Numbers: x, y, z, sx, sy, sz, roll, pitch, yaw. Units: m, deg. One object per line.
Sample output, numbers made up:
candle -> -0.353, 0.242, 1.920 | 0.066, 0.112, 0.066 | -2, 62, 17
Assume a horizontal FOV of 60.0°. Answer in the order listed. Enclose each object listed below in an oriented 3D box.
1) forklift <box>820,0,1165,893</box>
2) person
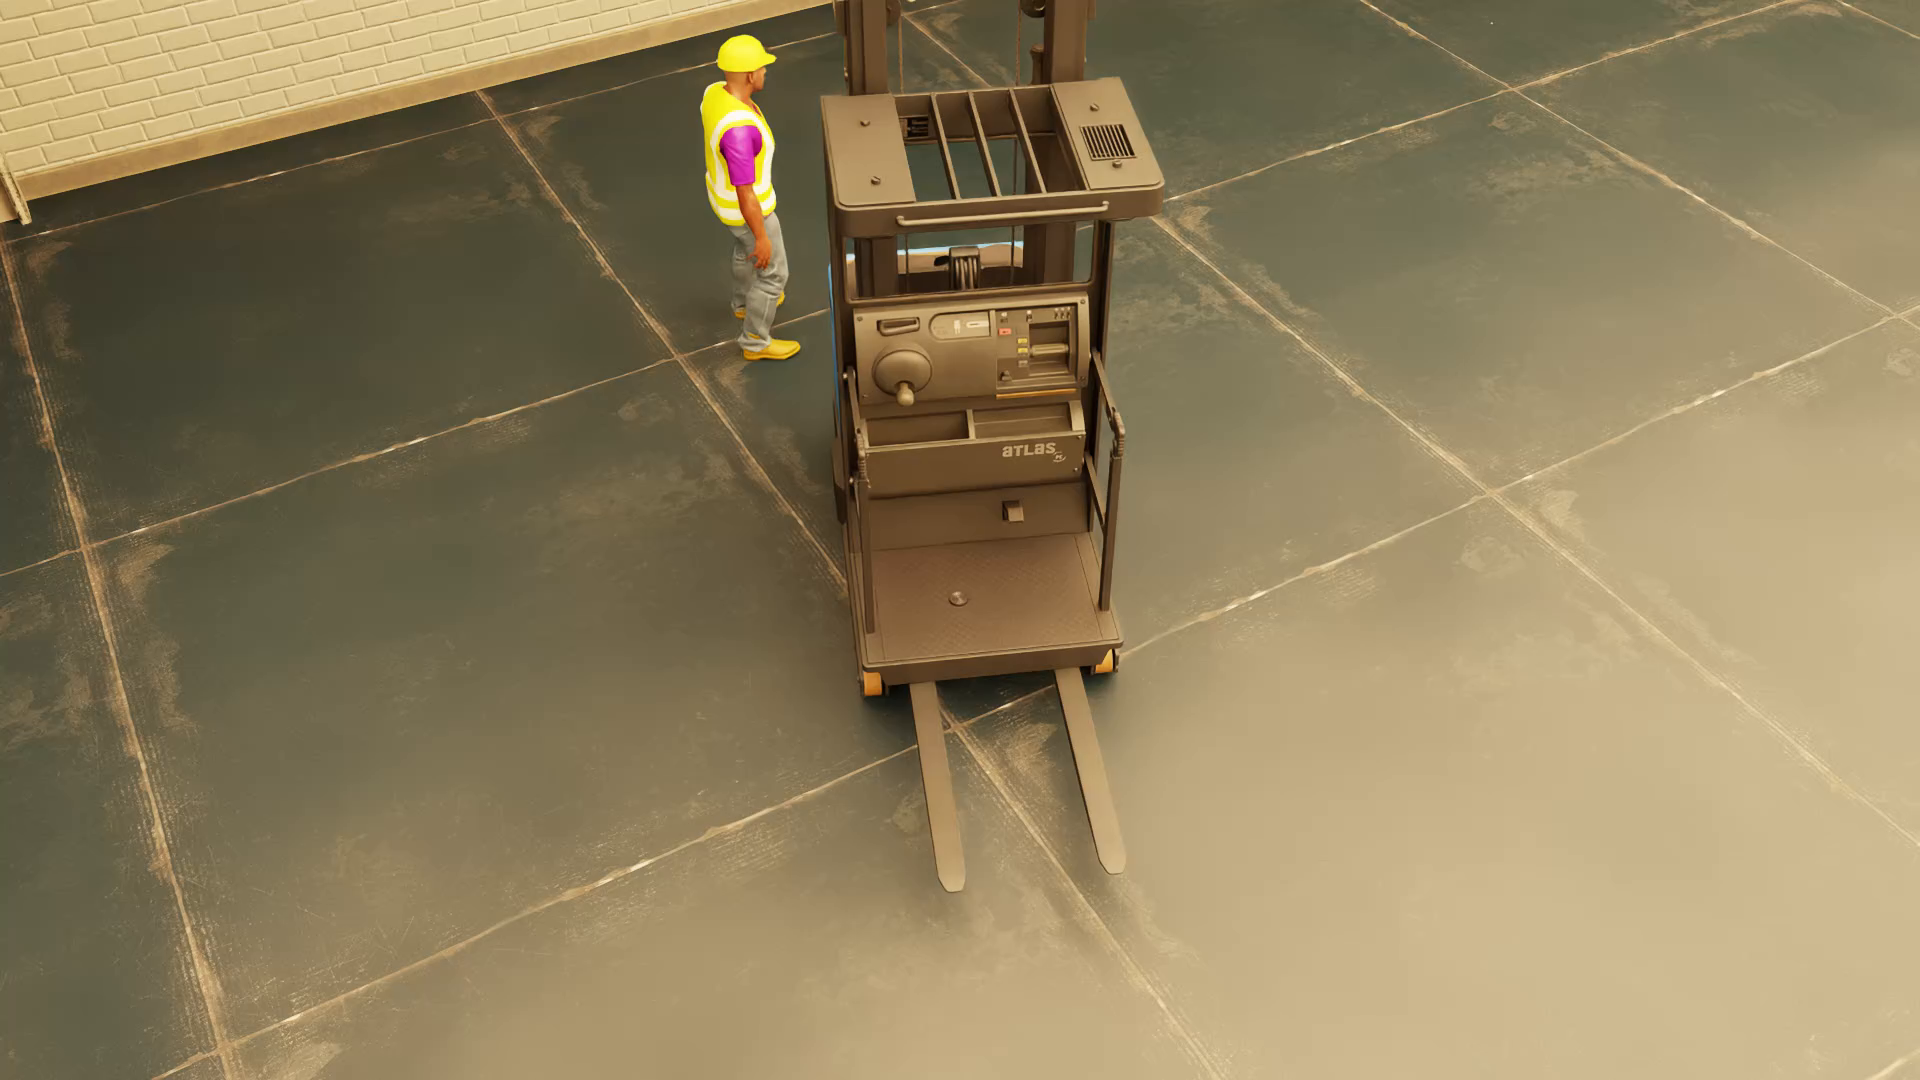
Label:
forklift -> 0.081, -0.663, 6.413 | 1.130, 2.935, 3.031 | -5, 43, -6
person -> -1.057, -1.728, 8.436 | 0.413, 1.744, 0.787 | -15, 45, -16
